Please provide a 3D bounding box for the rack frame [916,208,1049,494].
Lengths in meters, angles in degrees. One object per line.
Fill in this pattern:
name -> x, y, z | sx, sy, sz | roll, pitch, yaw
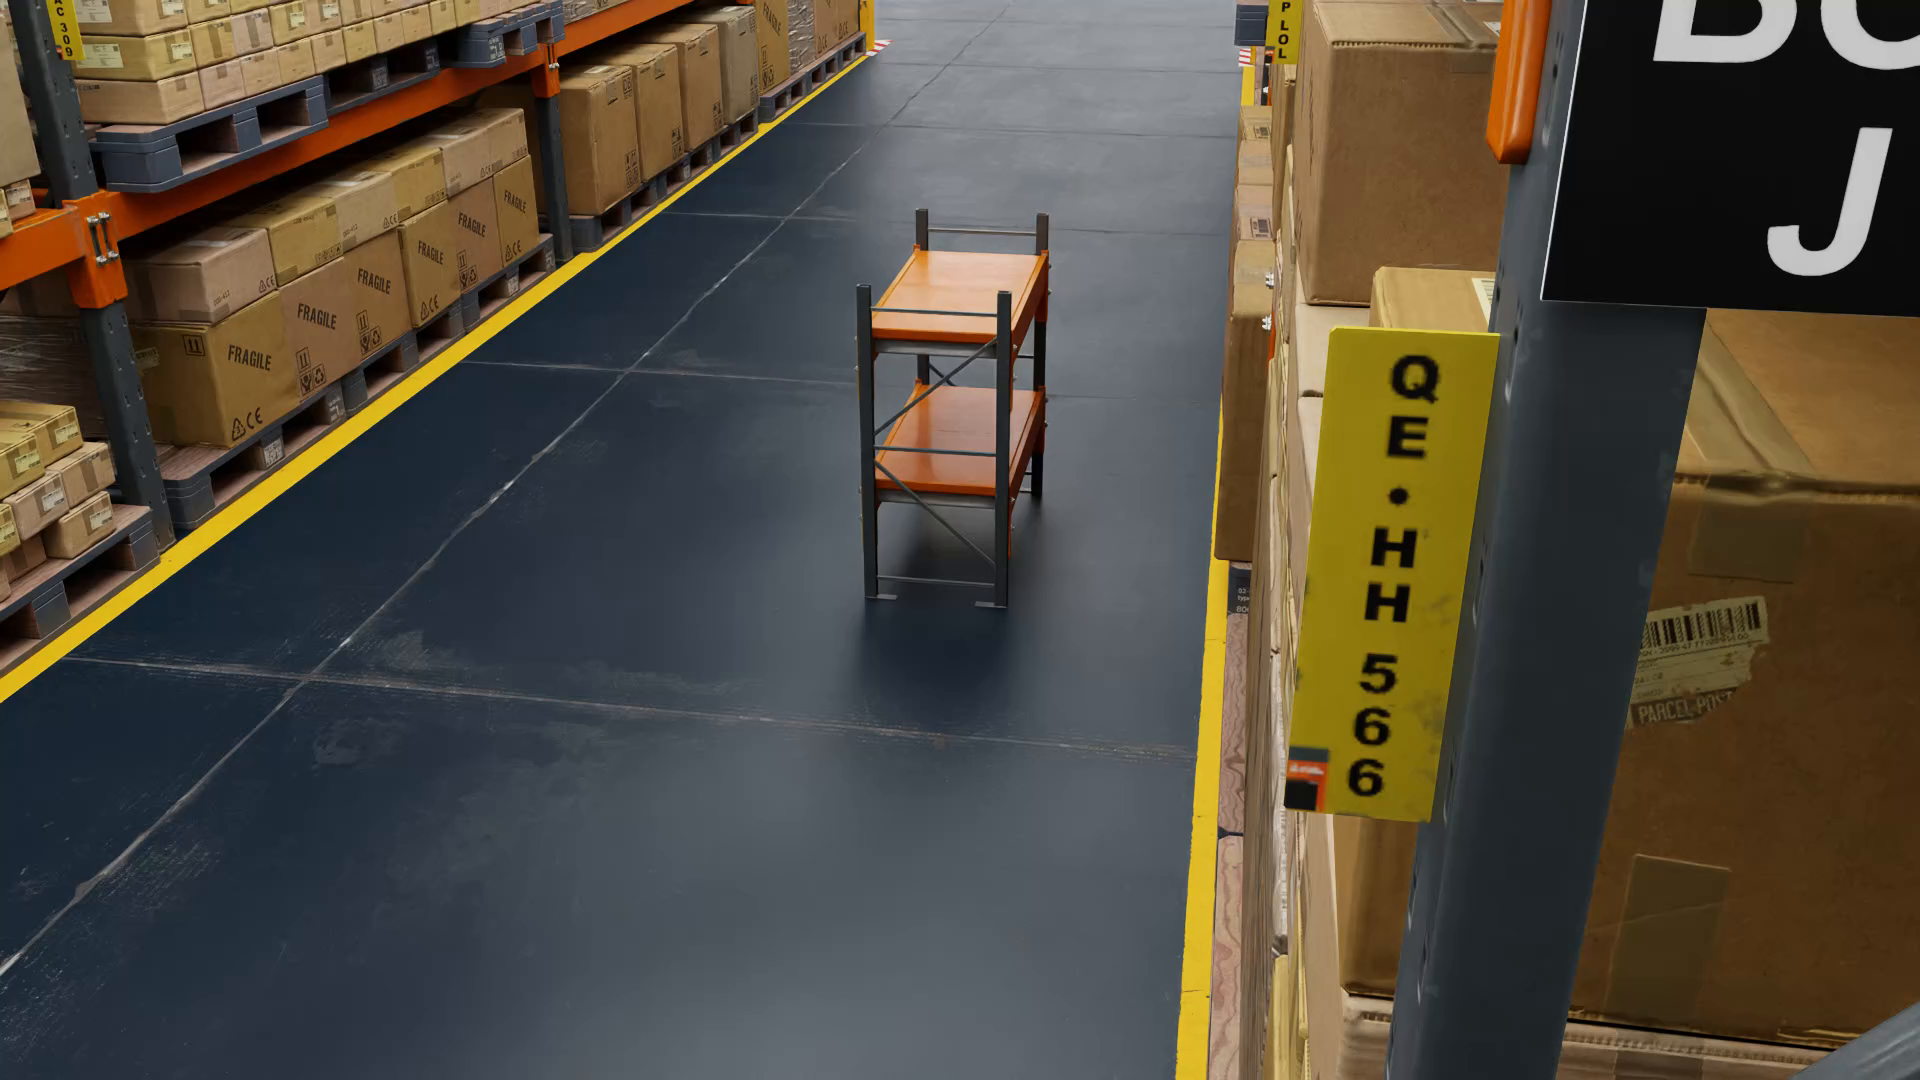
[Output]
rack frame -> 0.082, -0.719, 6.460 | 0.500, 1.125, 0.032 | 4, 25, 9

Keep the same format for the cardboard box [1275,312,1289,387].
cardboard box -> 0.942, -0.423, 3.912 | 0.380, 0.149, 0.250 | 3, 25, 7

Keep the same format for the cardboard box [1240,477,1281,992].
cardboard box -> 1.112, 0.451, 3.759 | 0.875, 0.875, 0.875 | 4, 25, 9

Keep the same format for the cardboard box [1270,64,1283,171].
cardboard box -> 1.419, -1.653, 6.126 | 0.500, 0.500, 0.500 | 4, 25, 8

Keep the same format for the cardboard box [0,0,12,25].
cardboard box -> -3.558, -1.881, 5.830 | 0.380, 0.149, 0.250 | 5, 26, 11

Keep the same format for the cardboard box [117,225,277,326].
cardboard box -> -3.050, -1.042, 6.507 | 0.500, 0.250, 0.500 | 3, 25, 6

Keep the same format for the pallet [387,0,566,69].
pallet -> -2.789, -2.634, 8.566 | 1.213, 0.211, 1.003 | 4, 25, 9

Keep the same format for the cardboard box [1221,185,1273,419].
cardboard box -> 1.676, -0.839, 6.514 | 1.225, 0.875, 0.875 | 3, 25, 7

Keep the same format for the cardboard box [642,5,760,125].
cardboard box -> -2.136, -3.605, 12.572 | 1.050, 0.750, 0.750 | 4, 25, 8

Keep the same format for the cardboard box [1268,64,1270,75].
cardboard box -> 1.752, -2.502, 7.938 | 0.500, 0.500, 0.500 | 5, 26, 10

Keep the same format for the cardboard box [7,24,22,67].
cardboard box -> -3.561, -1.745, 5.890 | 0.380, 0.149, 0.250 | 5, 26, 10

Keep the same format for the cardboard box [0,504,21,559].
cardboard box -> -3.227, -0.006, 5.242 | 0.380, 0.149, 0.250 | 3, 25, 7

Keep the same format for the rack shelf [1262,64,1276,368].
rack shelf -> 1.773, -1.479, 6.719 | 1.077, 0.370, 4.000 | 4, 25, 9

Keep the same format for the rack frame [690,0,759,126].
rack frame -> -2.124, -4.700, 12.752 | 1.000, 3.000, 0.127 | 4, 25, 9

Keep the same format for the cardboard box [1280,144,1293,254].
cardboard box -> 1.110, -0.856, 4.367 | 0.500, 0.250, 0.500 | 4, 25, 8

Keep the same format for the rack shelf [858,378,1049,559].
rack shelf -> -0.001, -0.285, 6.109 | 0.538, 0.278, 1.000 | 4, 25, 9

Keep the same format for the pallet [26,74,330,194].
pallet -> -3.163, -1.577, 6.306 | 1.003, 0.211, 1.213 | 4, 25, 9

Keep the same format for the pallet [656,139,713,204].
pallet -> -2.372, -2.597, 11.549 | 1.003, 0.211, 1.213 | 4, 25, 9

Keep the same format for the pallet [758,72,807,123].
pallet -> -1.922, -3.749, 14.011 | 1.003, 0.211, 1.213 | 4, 25, 9

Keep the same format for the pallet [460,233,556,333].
pallet -> -2.907, -1.437, 9.071 | 1.003, 0.211, 1.213 | 4, 25, 9

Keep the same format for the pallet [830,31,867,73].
pallet -> -1.523, -4.770, 16.191 | 1.003, 0.211, 1.213 | 4, 25, 9

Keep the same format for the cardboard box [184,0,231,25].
cardboard box -> -2.873, -1.950, 5.976 | 0.380, 0.149, 0.250 | 5, 25, 10

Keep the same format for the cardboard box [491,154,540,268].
cardboard box -> -2.627, -1.792, 8.992 | 0.500, 0.500, 0.500 | 4, 25, 8

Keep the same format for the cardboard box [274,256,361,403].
cardboard box -> -2.964, -0.924, 7.139 | 0.500, 0.500, 0.500 | 5, 26, 11

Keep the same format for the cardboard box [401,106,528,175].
cardboard box -> -2.631, -2.120, 8.810 | 0.500, 0.250, 0.500 | 3, 25, 7

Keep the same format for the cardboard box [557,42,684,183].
cardboard box -> -2.450, -2.812, 10.878 | 1.050, 0.750, 0.750 | 4, 25, 9

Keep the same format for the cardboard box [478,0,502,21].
cardboard box -> -2.488, -2.654, 8.182 | 0.380, 0.149, 0.250 | 4, 25, 9

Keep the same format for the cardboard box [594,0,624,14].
cardboard box -> -2.357, -3.454, 9.973 | 0.500, 0.500, 0.500 | 4, 25, 8

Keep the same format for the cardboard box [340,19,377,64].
cardboard box -> -2.705, -2.110, 7.020 | 0.380, 0.149, 0.250 | 4, 25, 8

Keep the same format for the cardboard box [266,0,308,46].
cardboard box -> -2.789, -2.023, 6.484 | 0.380, 0.149, 0.250 | 3, 25, 6

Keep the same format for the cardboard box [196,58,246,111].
cardboard box -> -2.873, -1.680, 6.101 | 0.380, 0.149, 0.250 | 4, 25, 9

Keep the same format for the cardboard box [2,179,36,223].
cardboard box -> -3.247, -1.104, 5.367 | 0.380, 0.149, 0.250 | 4, 25, 8

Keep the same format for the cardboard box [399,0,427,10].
cardboard box -> -2.618, -2.460, 7.418 | 0.380, 0.149, 0.250 | 5, 25, 10

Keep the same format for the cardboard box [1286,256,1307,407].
cardboard box -> 0.945, -0.432, 3.460 | 0.500, 0.250, 0.500 | 5, 25, 10

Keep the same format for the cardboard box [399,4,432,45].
cardboard box -> -2.619, -2.329, 7.488 | 0.380, 0.149, 0.250 | 5, 26, 10

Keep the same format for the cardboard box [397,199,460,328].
cardboard box -> -2.786, -1.352, 8.054 | 0.500, 0.500, 0.500 | 3, 25, 6

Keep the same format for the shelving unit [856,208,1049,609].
shelving unit -> -0.001, -0.507, 6.006 | 0.538, 1.125, 1.048 | 4, 25, 9

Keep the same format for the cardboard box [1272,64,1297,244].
cardboard box -> 1.253, -1.228, 5.217 | 0.500, 0.500, 0.500 | 4, 25, 9

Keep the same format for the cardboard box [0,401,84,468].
cardboard box -> -3.232, -0.355, 5.637 | 0.380, 0.149, 0.250 | 5, 25, 10

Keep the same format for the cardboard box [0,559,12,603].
cardboard box -> -3.264, 0.153, 5.253 | 0.380, 0.149, 0.250 | 3, 25, 7

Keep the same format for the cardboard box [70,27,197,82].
cardboard box -> -2.913, -1.698, 5.789 | 0.380, 0.149, 0.250 | 4, 25, 9

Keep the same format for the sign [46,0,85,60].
sign -> -2.895, -1.712, 5.347 | 0.100, 0.325, 0.005 | 4, 25, 9

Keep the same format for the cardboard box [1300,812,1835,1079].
cardboard box -> 0.609, 0.417, 1.647 | 0.500, 0.250, 0.500 | 4, 25, 8

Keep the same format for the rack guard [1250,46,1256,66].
rack guard -> 3.394, -4.823, 15.964 | 1.175, 0.500, 0.348 | 4, 25, 9

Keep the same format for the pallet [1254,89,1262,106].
pallet -> 2.828, -3.334, 13.124 | 1.003, 0.211, 1.213 | 4, 25, 9

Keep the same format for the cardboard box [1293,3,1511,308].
cardboard box -> 0.947, -0.768, 3.295 | 0.500, 0.500, 0.500 | 3, 25, 7

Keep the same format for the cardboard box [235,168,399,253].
cardboard box -> -2.877, -1.478, 7.438 | 0.500, 0.250, 0.500 | 5, 26, 11

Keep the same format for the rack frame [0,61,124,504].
rack frame -> -3.428, -1.354, 5.604 | 0.949, 2.616, 0.053 | 4, 25, 9

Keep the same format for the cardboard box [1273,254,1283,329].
cardboard box -> 1.026, -0.644, 4.383 | 0.380, 0.149, 0.250 | 3, 25, 7

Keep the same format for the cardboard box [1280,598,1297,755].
cardboard box -> 0.691, 0.220, 2.539 | 0.380, 0.149, 0.250 | 3, 25, 7

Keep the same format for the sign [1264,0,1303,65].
sign -> 0.909, -1.490, 4.623 | 0.100, 0.325, 0.005 | 4, 25, 9

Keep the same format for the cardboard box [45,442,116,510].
cardboard box -> -3.169, -0.234, 5.728 | 0.380, 0.149, 0.250 | 5, 25, 10

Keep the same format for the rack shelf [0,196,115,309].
rack shelf -> -1.351, -0.689, 3.293 | 5.958, 1.845, 4.006 | 4, 25, 9

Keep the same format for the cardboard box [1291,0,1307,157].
cardboard box -> 1.115, -1.192, 4.199 | 0.500, 0.500, 0.500 | 4, 25, 9

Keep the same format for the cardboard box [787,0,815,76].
cardboard box -> -1.808, -4.563, 14.471 | 0.875, 0.875, 0.875 | 4, 25, 9

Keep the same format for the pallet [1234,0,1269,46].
pallet -> 2.111, -2.859, 9.047 | 1.213, 0.211, 1.003 | 4, 25, 9

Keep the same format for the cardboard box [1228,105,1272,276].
cardboard box -> 1.966, -1.582, 8.102 | 1.225, 0.875, 0.875 | 3, 25, 6

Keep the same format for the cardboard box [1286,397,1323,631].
cardboard box -> 0.776, -0.008, 2.555 | 0.500, 0.250, 0.500 | 3, 25, 7
